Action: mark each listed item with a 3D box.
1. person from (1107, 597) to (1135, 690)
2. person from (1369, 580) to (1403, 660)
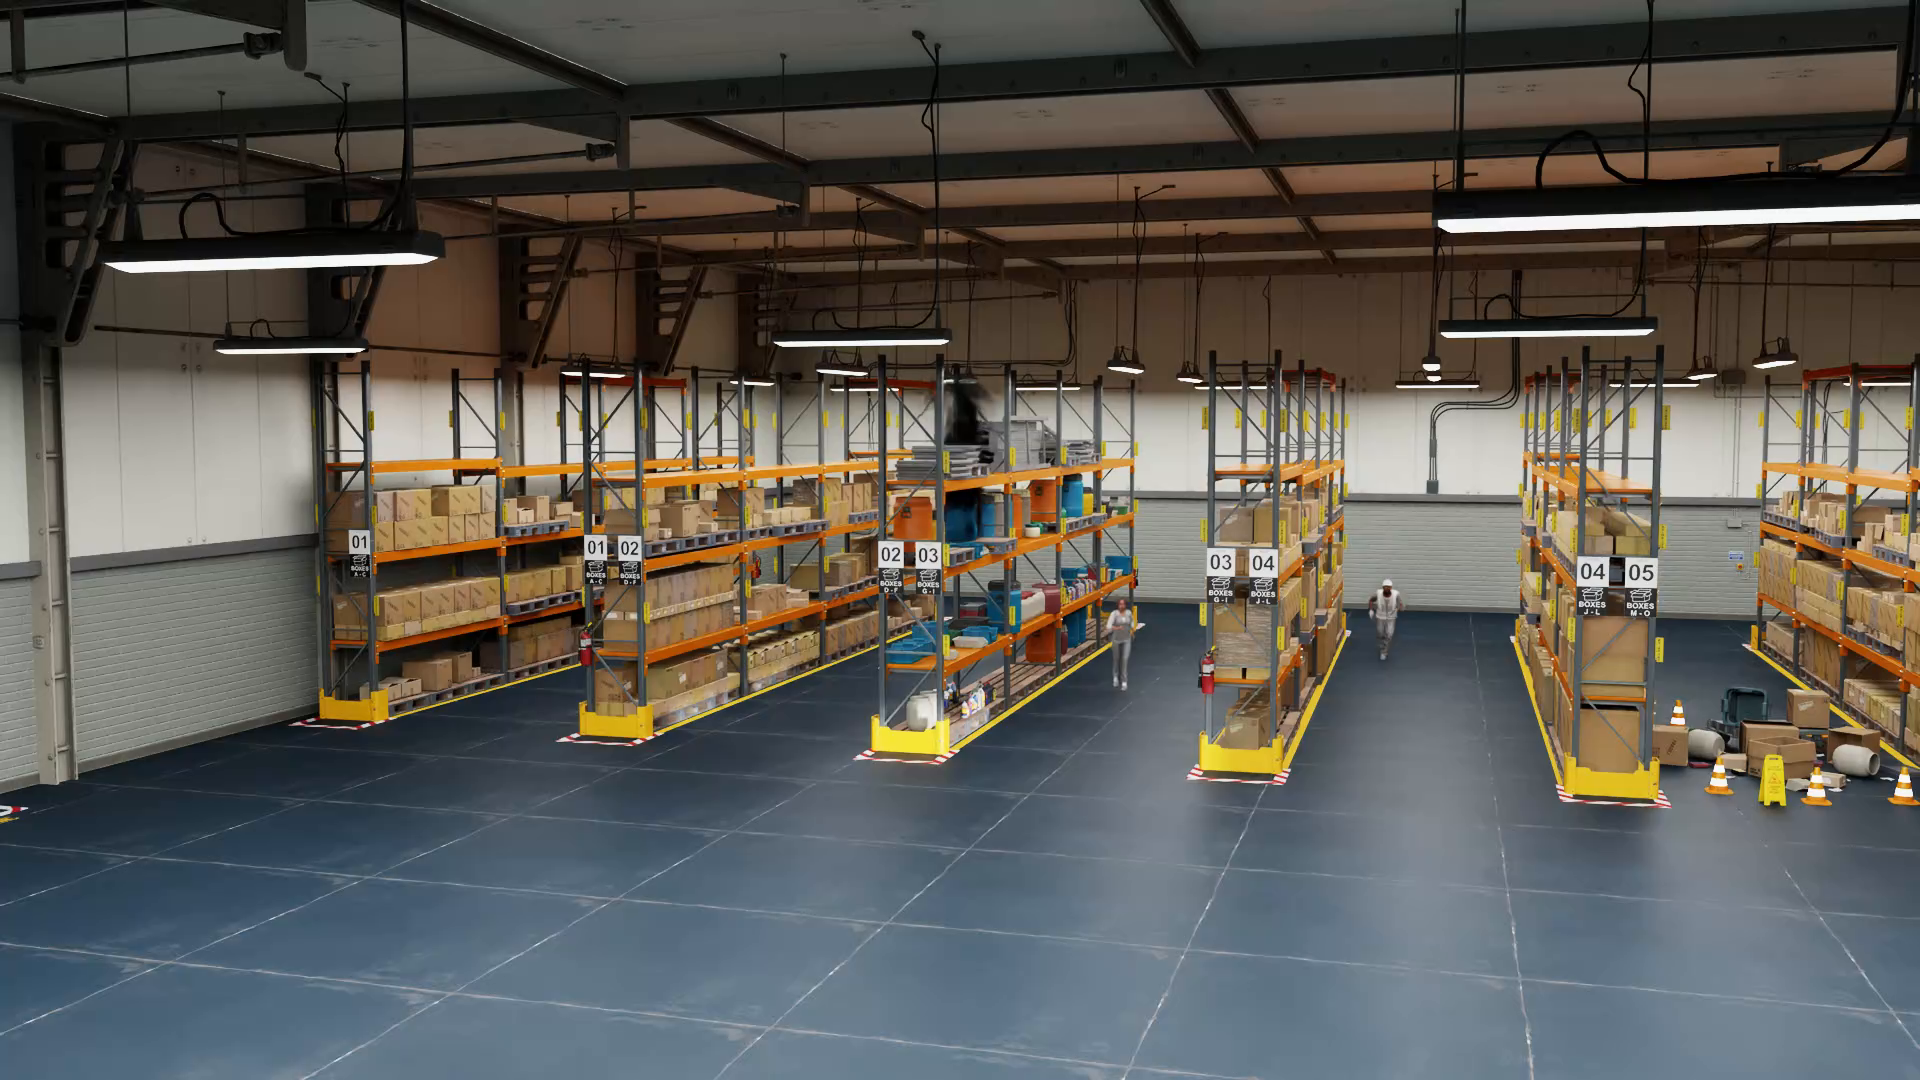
[{"bbox_3d":[2.850,1.818,29.426,0.534,1.618,0.826,0,4,-3],"label":"person"},{"bbox_3d":[8.961,1.667,34.998,0.675,1.705,0.759,1,4,7],"label":"person"}]
